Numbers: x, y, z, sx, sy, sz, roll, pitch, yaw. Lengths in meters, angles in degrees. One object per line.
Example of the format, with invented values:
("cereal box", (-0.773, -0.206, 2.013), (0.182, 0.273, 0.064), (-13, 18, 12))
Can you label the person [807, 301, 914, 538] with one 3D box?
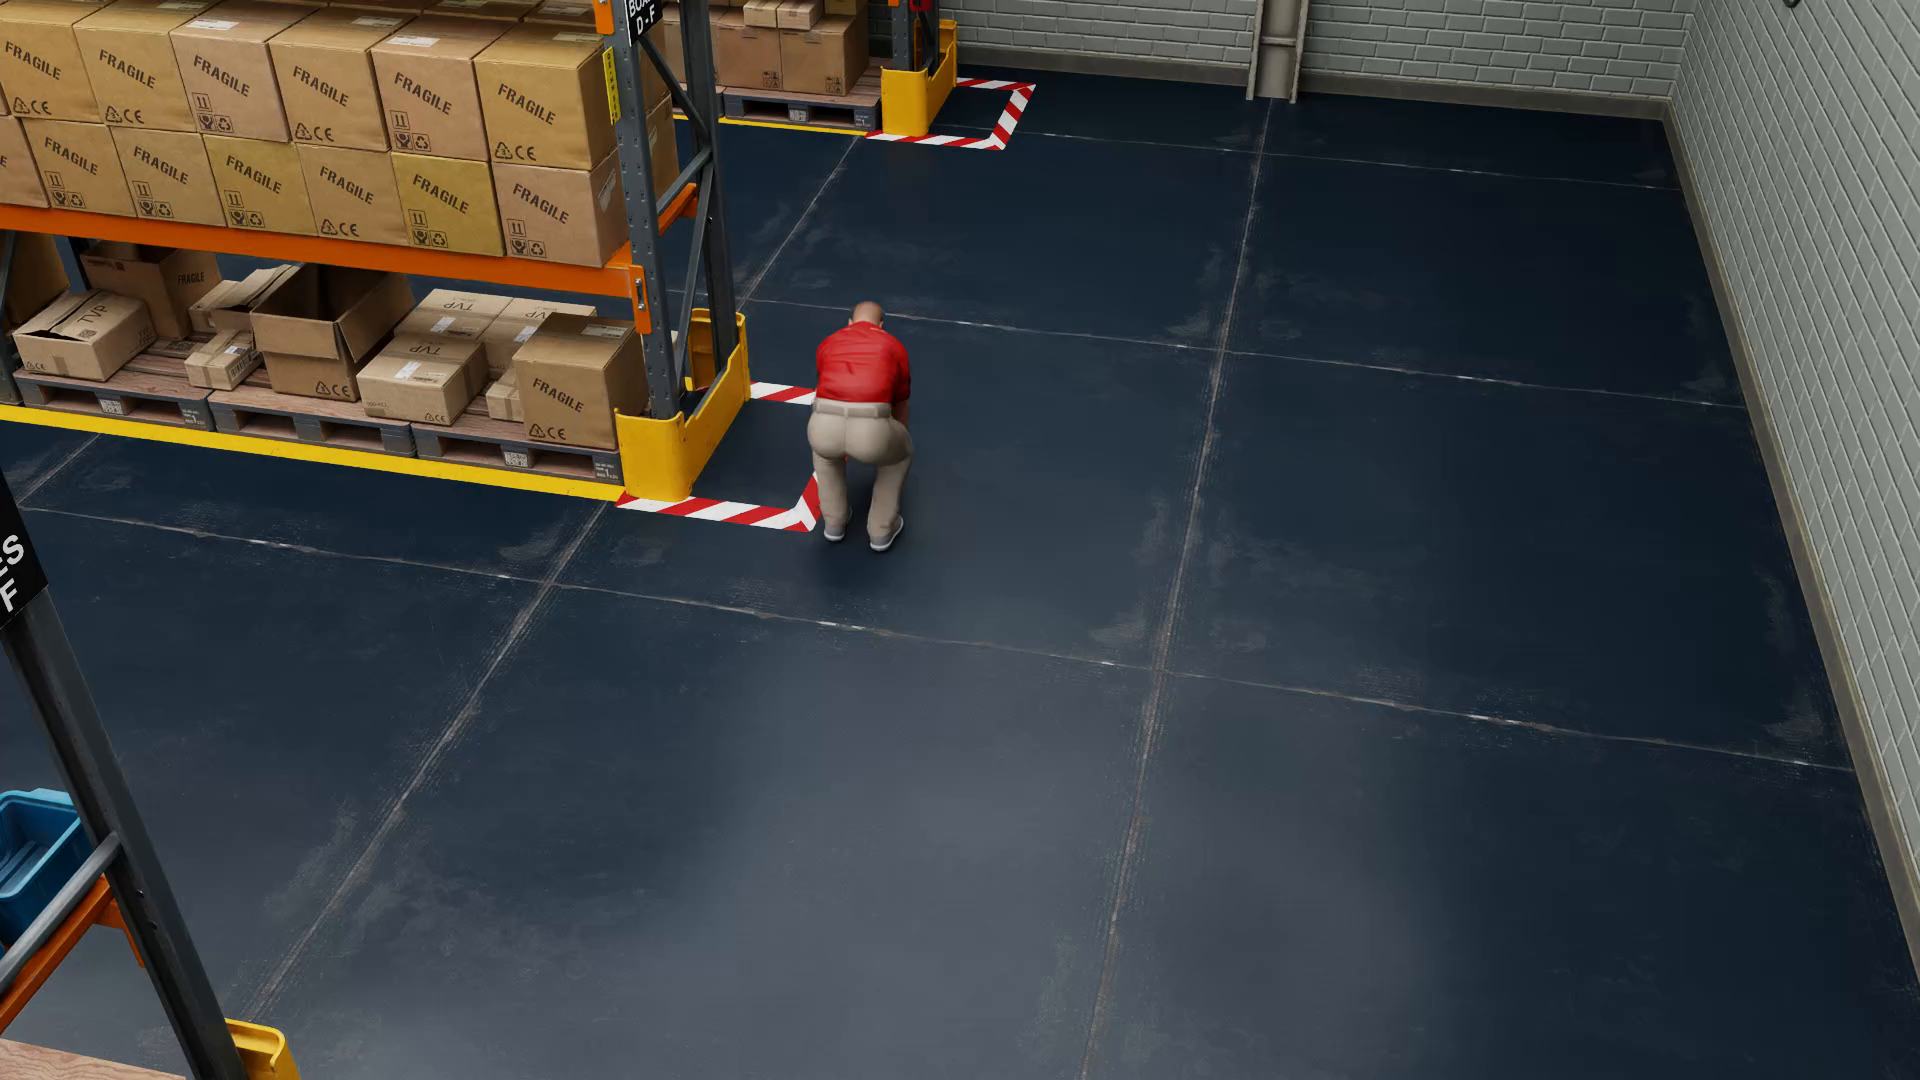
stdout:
("person", (-0.484, -0.578, 8.302), (0.524, 0.950, 0.943), (5, 37, 6))
